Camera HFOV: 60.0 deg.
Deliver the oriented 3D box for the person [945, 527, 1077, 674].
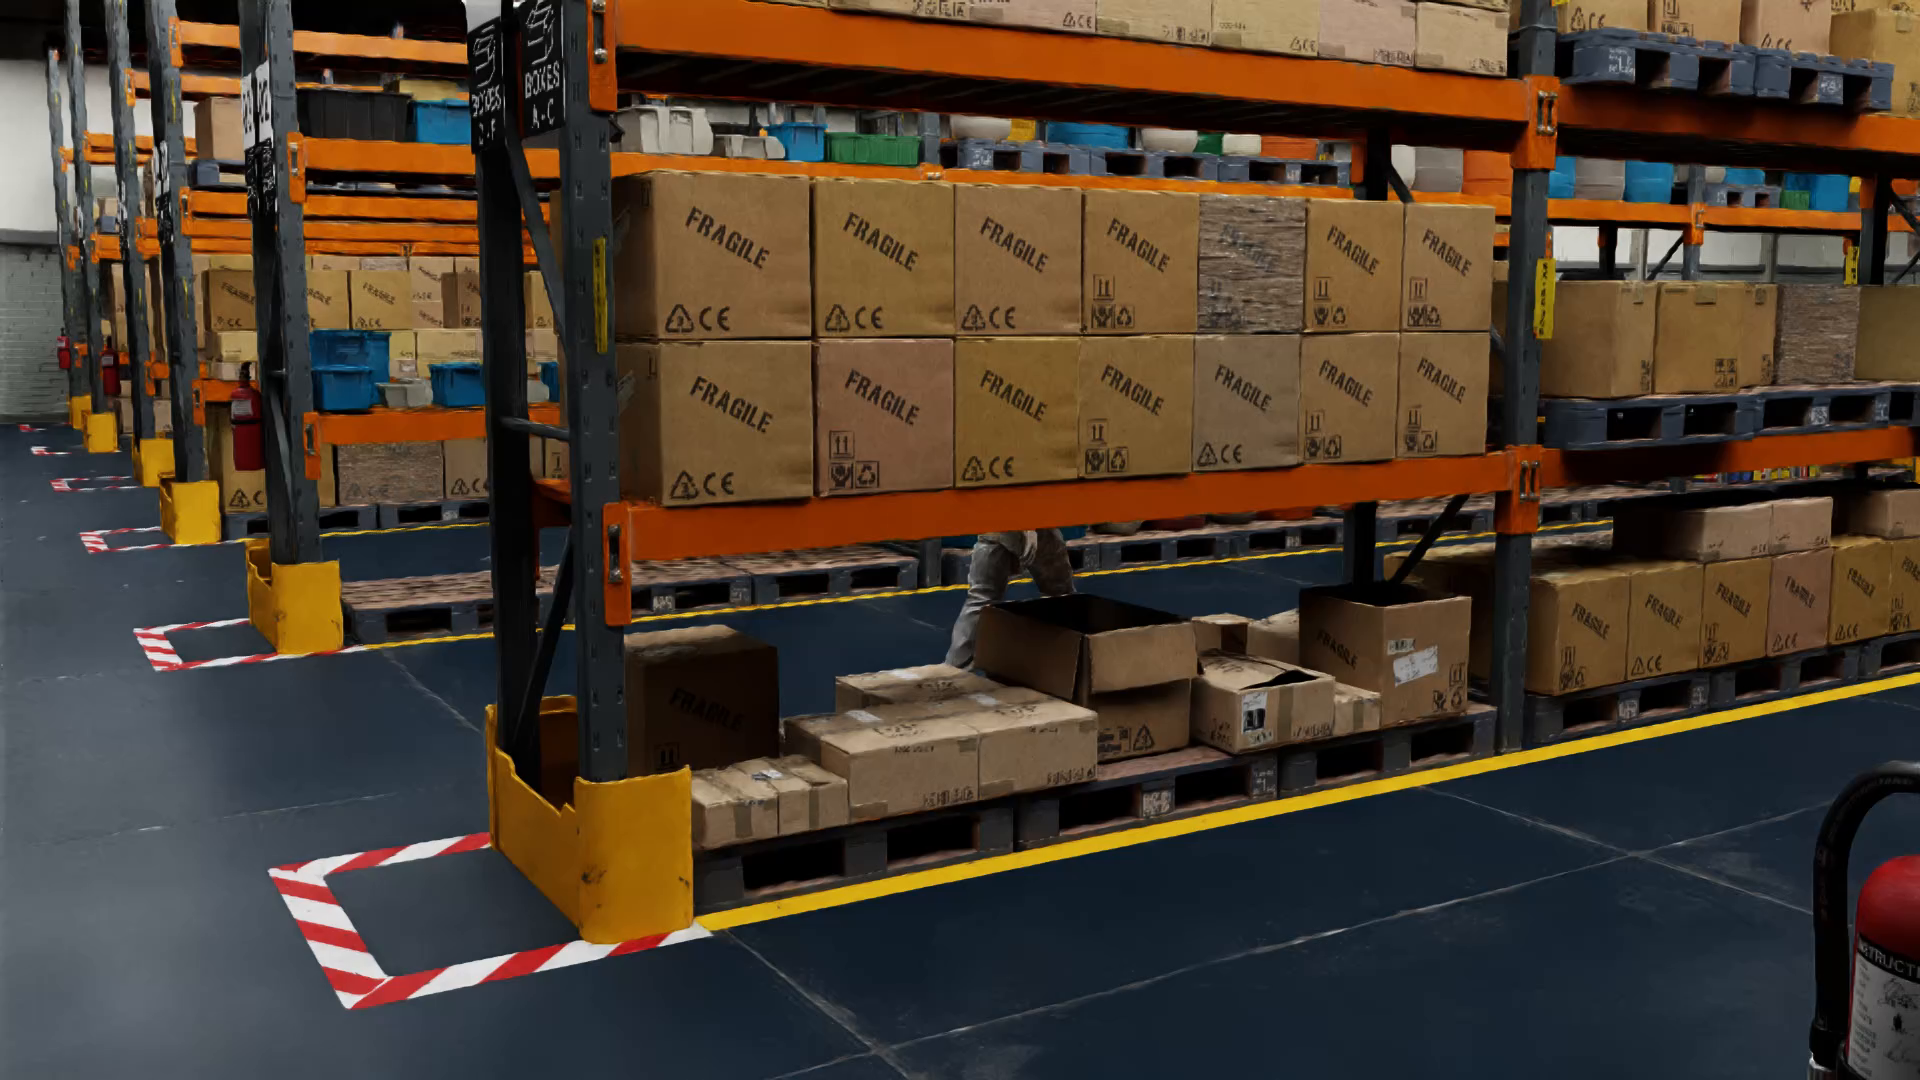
[{"bbox_3d":[0.340,-0.105,8.018,0.978,1.730,0.582,-6,10,-38],"label":"person"}]
